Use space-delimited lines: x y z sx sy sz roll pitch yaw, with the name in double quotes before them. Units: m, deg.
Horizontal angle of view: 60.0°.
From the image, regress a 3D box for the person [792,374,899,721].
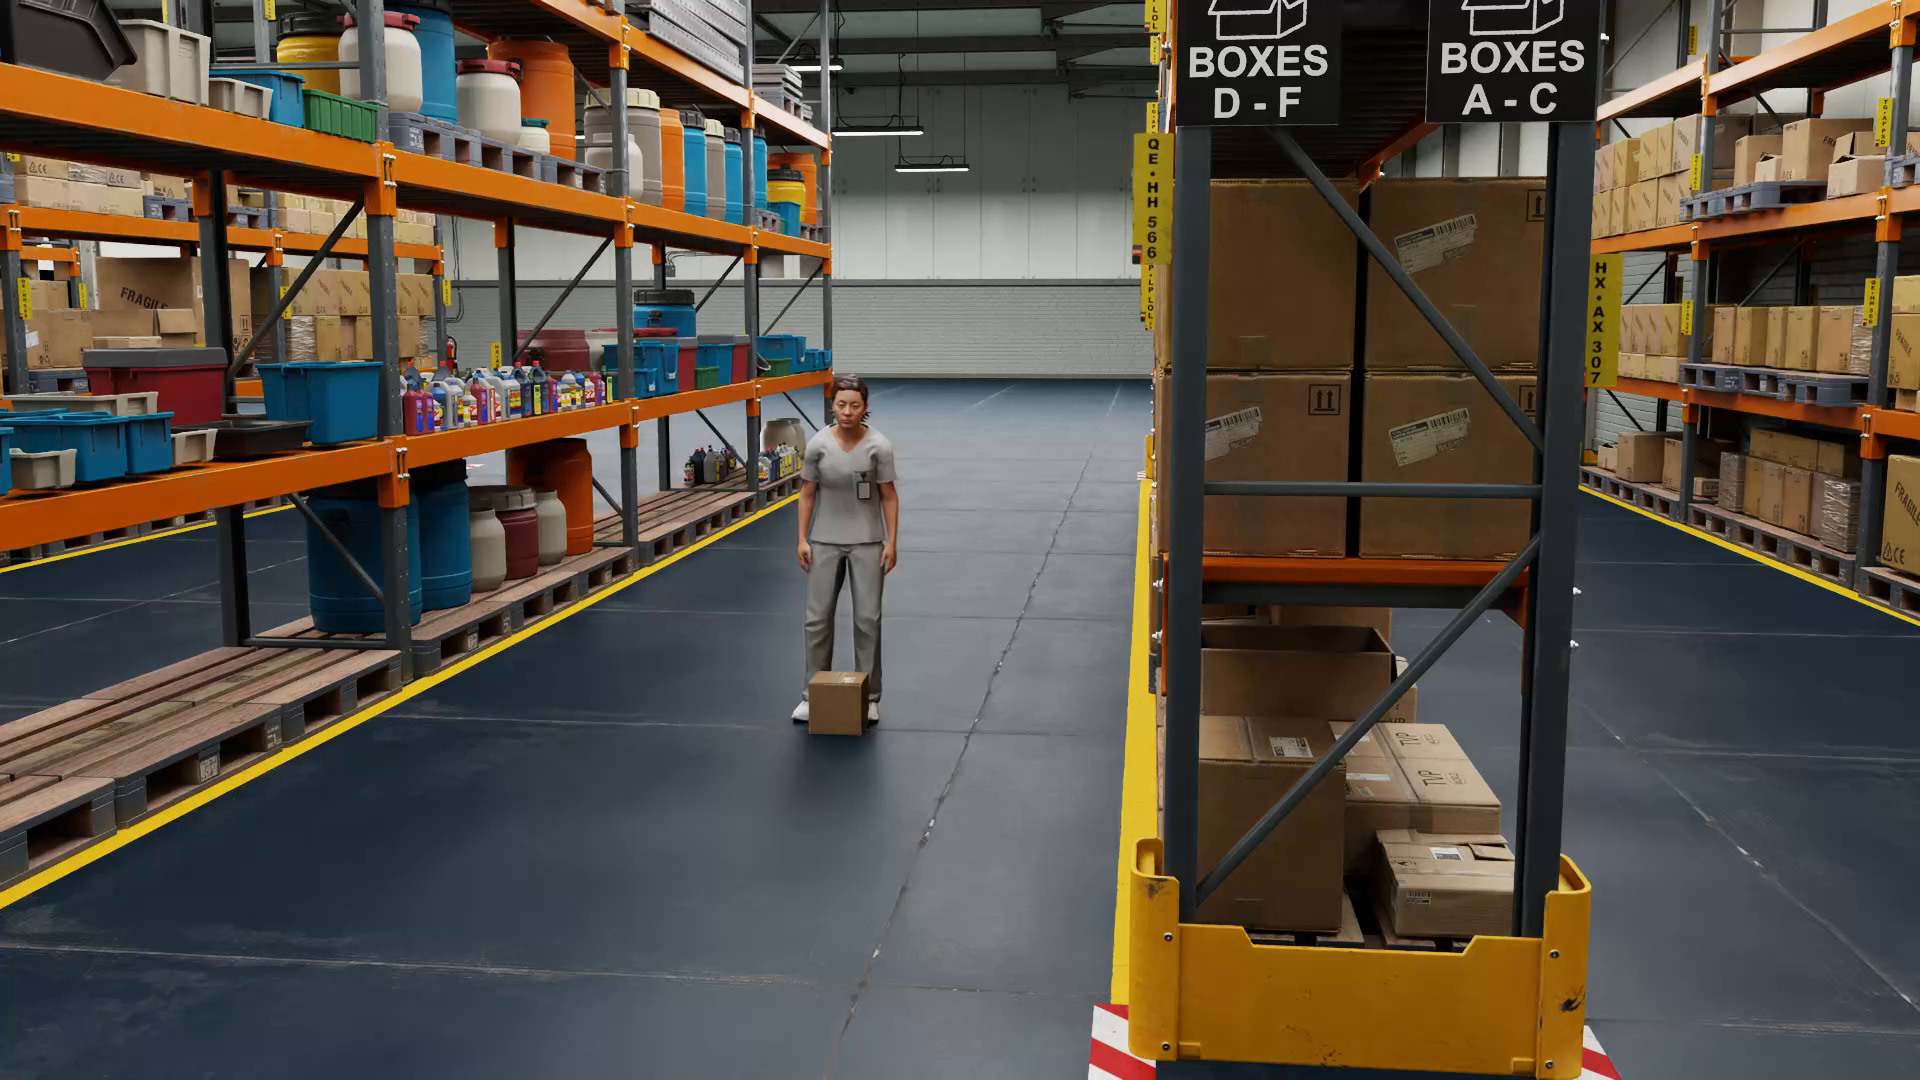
"person" -0.552 0.036 8.042 0.512 1.671 0.359 0 8 3
